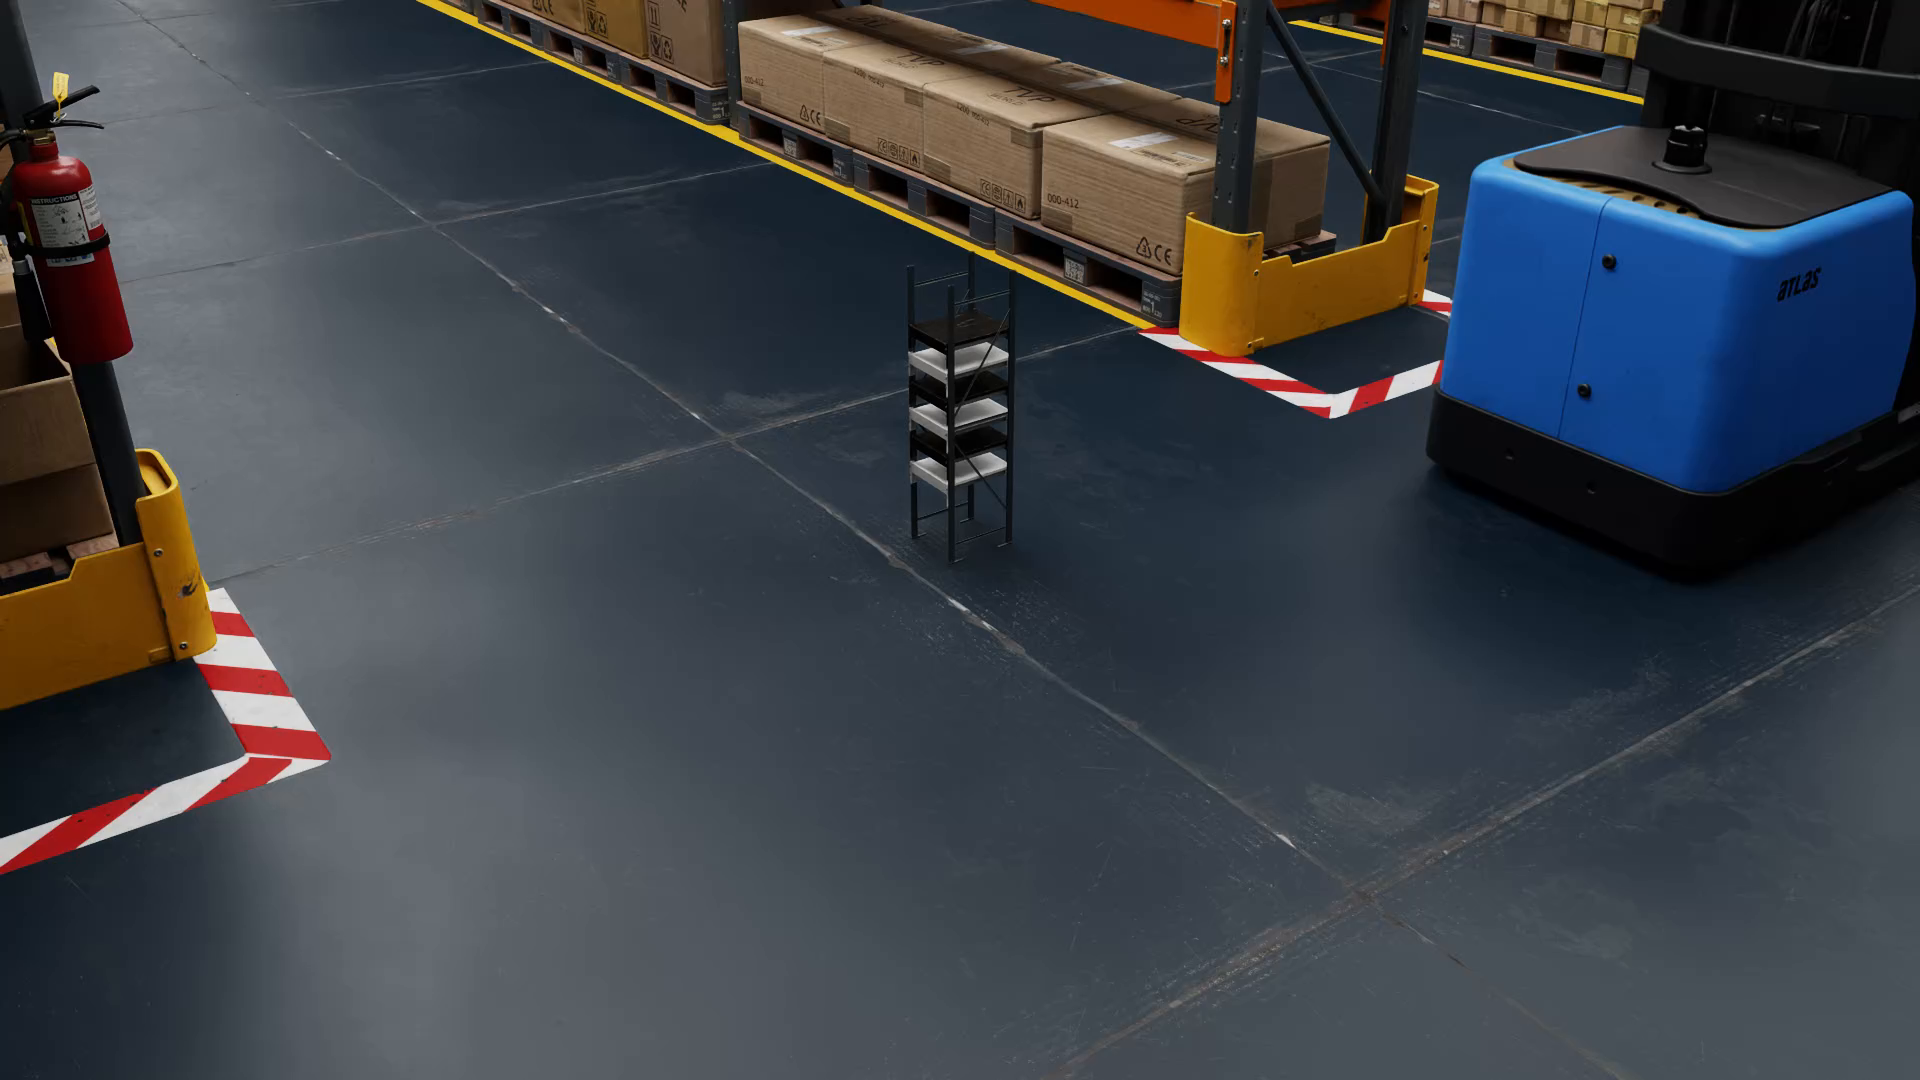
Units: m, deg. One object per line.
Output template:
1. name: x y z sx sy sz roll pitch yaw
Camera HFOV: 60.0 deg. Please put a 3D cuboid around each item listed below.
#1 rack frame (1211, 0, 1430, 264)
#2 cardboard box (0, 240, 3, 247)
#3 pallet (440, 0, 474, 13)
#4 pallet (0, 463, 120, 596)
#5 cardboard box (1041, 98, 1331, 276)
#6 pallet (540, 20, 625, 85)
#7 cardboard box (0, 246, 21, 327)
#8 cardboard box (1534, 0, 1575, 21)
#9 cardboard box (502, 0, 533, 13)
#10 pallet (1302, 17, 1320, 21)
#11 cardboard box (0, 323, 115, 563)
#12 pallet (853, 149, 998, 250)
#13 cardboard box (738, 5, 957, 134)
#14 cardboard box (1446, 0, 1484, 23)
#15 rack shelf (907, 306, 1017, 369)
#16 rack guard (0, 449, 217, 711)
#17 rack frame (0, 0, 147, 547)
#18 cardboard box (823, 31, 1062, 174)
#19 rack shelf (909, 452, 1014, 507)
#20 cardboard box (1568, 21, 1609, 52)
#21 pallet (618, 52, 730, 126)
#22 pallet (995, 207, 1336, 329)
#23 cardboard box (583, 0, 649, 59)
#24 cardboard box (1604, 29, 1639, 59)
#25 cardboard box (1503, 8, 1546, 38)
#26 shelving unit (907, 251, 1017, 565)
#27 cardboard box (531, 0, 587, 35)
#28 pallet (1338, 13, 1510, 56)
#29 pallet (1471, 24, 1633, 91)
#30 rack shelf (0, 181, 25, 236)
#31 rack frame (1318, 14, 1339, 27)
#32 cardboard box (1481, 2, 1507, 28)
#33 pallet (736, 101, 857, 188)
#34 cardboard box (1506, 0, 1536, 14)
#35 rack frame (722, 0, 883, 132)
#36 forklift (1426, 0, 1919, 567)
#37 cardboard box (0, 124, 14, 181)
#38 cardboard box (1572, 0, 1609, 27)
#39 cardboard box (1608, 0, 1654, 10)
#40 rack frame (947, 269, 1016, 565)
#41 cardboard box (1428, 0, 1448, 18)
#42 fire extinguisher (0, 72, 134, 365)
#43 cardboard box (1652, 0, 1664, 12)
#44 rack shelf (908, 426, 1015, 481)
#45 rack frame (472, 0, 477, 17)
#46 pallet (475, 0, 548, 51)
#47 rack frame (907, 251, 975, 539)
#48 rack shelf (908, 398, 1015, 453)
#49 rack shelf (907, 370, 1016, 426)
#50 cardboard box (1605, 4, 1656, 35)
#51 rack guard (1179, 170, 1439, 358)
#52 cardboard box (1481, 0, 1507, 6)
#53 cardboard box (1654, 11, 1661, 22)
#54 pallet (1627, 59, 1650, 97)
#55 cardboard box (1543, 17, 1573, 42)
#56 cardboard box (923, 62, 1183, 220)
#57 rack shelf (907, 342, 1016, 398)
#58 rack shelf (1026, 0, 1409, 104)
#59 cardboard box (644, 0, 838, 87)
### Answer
1. rack frame: 1.429 -2.265 6.278 1.000 3.000 0.127 -19 34 -31
2. cardboard box: -3.579 -0.816 5.789 0.500 0.500 0.500 -18 33 -30
3. pallet: -3.664 -4.454 13.230 1.003 0.211 1.213 -19 34 -31
4. pallet: -3.119 -0.003 5.035 1.003 0.211 1.213 -19 34 -31
5. cardboard box: 0.965 -1.553 7.211 0.875 0.438 0.875 -20 34 -32
6. pallet: -2.112 -3.349 11.195 1.003 0.211 1.213 -19 34 -31
7. cardboard box: -3.354 -0.583 5.359 0.700 0.500 0.500 -17 33 -29
8. cardboard box: 3.934 -3.467 10.726 0.380 0.149 0.250 -18 34 -30
9. cardboard box: -2.878 -4.335 11.875 0.875 0.875 0.875 -19 34 -31
10. pallet: 2.630 -4.307 12.959 1.003 0.211 1.213 -19 34 -31
11. cardboard box: -2.890 -0.241 4.727 0.797 0.503 0.637 -20 34 -33
12. pallet: 0.198 -1.803 8.349 1.003 0.211 1.213 -19 34 -31
13. cardboard box: -0.614 -2.605 9.149 0.875 0.438 0.875 -19 34 -31
14. cardboard box: 3.561 -3.661 11.395 0.380 0.149 0.250 -20 34 -32
15. rack shelf: 0.005 -0.600 4.916 0.258 0.077 0.200 -19 34 -31
16. rack guard: -2.656 0.179 4.396 1.175 0.500 0.348 -19 34 -31
17. rack frame: -2.612 -0.890 3.745 1.000 3.000 0.127 -19 34 -31
18. cardboard box: -0.095 -2.257 8.508 0.875 0.438 0.875 -20 34 -32
19. rack shelf: 0.005 -0.205 5.131 0.258 0.077 0.200 -19 34 -31
20. cardboard box: 4.118 -3.238 10.616 0.380 0.149 0.250 -18 33 -30
21. pallet: -1.400 -2.874 10.321 1.003 0.211 1.213 -19 34 -31
22. pallet: 0.901 -1.329 7.476 1.003 0.211 1.213 -19 34 -31
23. cardboard box: -1.846 -3.639 10.594 0.875 0.875 0.875 -18 33 -29
24. cardboard box: 4.260 -3.126 10.410 0.380 0.149 0.250 -20 35 -33
25. cardboard box: 3.818 -3.438 10.985 0.380 0.149 0.250 -20 34 -32
26. shelving unit: 0.005 -0.392 5.029 0.258 0.900 0.210 -19 34 -31
27. cardboard box: -2.364 -3.987 11.234 0.875 0.875 0.875 -18 33 -30
28. pallet: 3.501 -3.753 11.940 1.003 0.211 1.213 -19 34 -31
29. pallet: 4.213 -3.279 11.066 1.003 0.211 1.213 -19 34 -31
30. rack shelf: -3.772 -1.351 5.349 1.077 0.370 4.000 -19 34 -31
31. rack frame: 3.082 -5.230 11.737 1.000 3.000 0.127 -19 34 -31
32. cardboard box: 3.745 -3.566 11.220 0.380 0.149 0.250 -20 35 -33
33. pallet: -0.514 -2.278 9.223 1.003 0.211 1.213 -19 34 -31
34. cardboard box: 3.812 -3.570 10.916 0.380 0.149 0.250 -19 34 -31
35. rack frame: -0.891 -3.820 9.141 1.000 3.000 0.127 -19 34 -31
36. forklift: 3.064 -1.756 5.413 3.031 2.935 1.130 -20 34 -32
37. cardboard box: -2.579 -0.983 4.180 0.380 0.149 0.250 -19 34 -31
38. cardboard box: 4.117 -3.368 10.543 0.380 0.149 0.250 -17 33 -28
39. cardboard box: 4.237 -3.390 10.273 0.380 0.149 0.250 -17 33 -29
40. rack frame: 0.064 -0.353 4.957 0.240 0.900 0.006 -19 34 -31
41. cardboard box: 3.373 -3.745 11.551 0.380 0.149 0.250 -19 34 -31
42. fire extinguisher: -2.150 -0.763 3.983 0.296 0.674 0.183 -19 34 -31
43. cardboard box: 4.438 -3.301 10.109 0.380 0.149 0.250 -20 34 -33
44. rack shelf: 0.005 -0.284 5.088 0.258 0.077 0.200 -19 34 -31
45. rack frame: -3.211 -5.375 12.005 1.000 3.000 0.127 -19 34 -31
46. pallet: -2.816 -3.823 12.067 1.003 0.211 1.213 -19 34 -31
47. rack frame: -0.054 -0.432 5.102 0.240 0.900 0.006 -19 34 -31
48. rack shelf: 0.005 -0.363 5.045 0.258 0.077 0.200 -19 34 -31
49. rack shelf: 0.005 -0.442 5.002 0.258 0.077 0.200 -19 34 -31
50. cardboard box: 4.250 -3.263 10.350 0.380 0.149 0.250 -18 33 -30
51. rack guard: 1.443 -1.157 6.857 1.175 0.500 0.348 -19 34 -31
52. cardboard box: 3.717 -3.685 11.128 0.380 0.149 0.250 -17 33 -28
53. cardboard box: 4.489 -3.198 10.231 0.380 0.149 0.250 -19 34 -31
54. pallet: 4.916 -2.805 10.193 1.003 0.211 1.213 -19 34 -31
55. cardboard box: 4.032 -3.357 10.836 0.380 0.149 0.250 -18 33 -29
56. cardboard box: 0.427 -1.906 7.862 0.875 0.438 0.875 -18 33 -29
57. rack shelf: 0.005 -0.521 4.959 0.258 0.077 0.200 -19 34 -31
58. rack shelf: 0.269 -2.727 7.881 1.077 0.370 4.000 -19 34 -31
59. cardboard box: -1.316 -3.290 9.951 0.875 0.875 0.875 -18 33 -29
